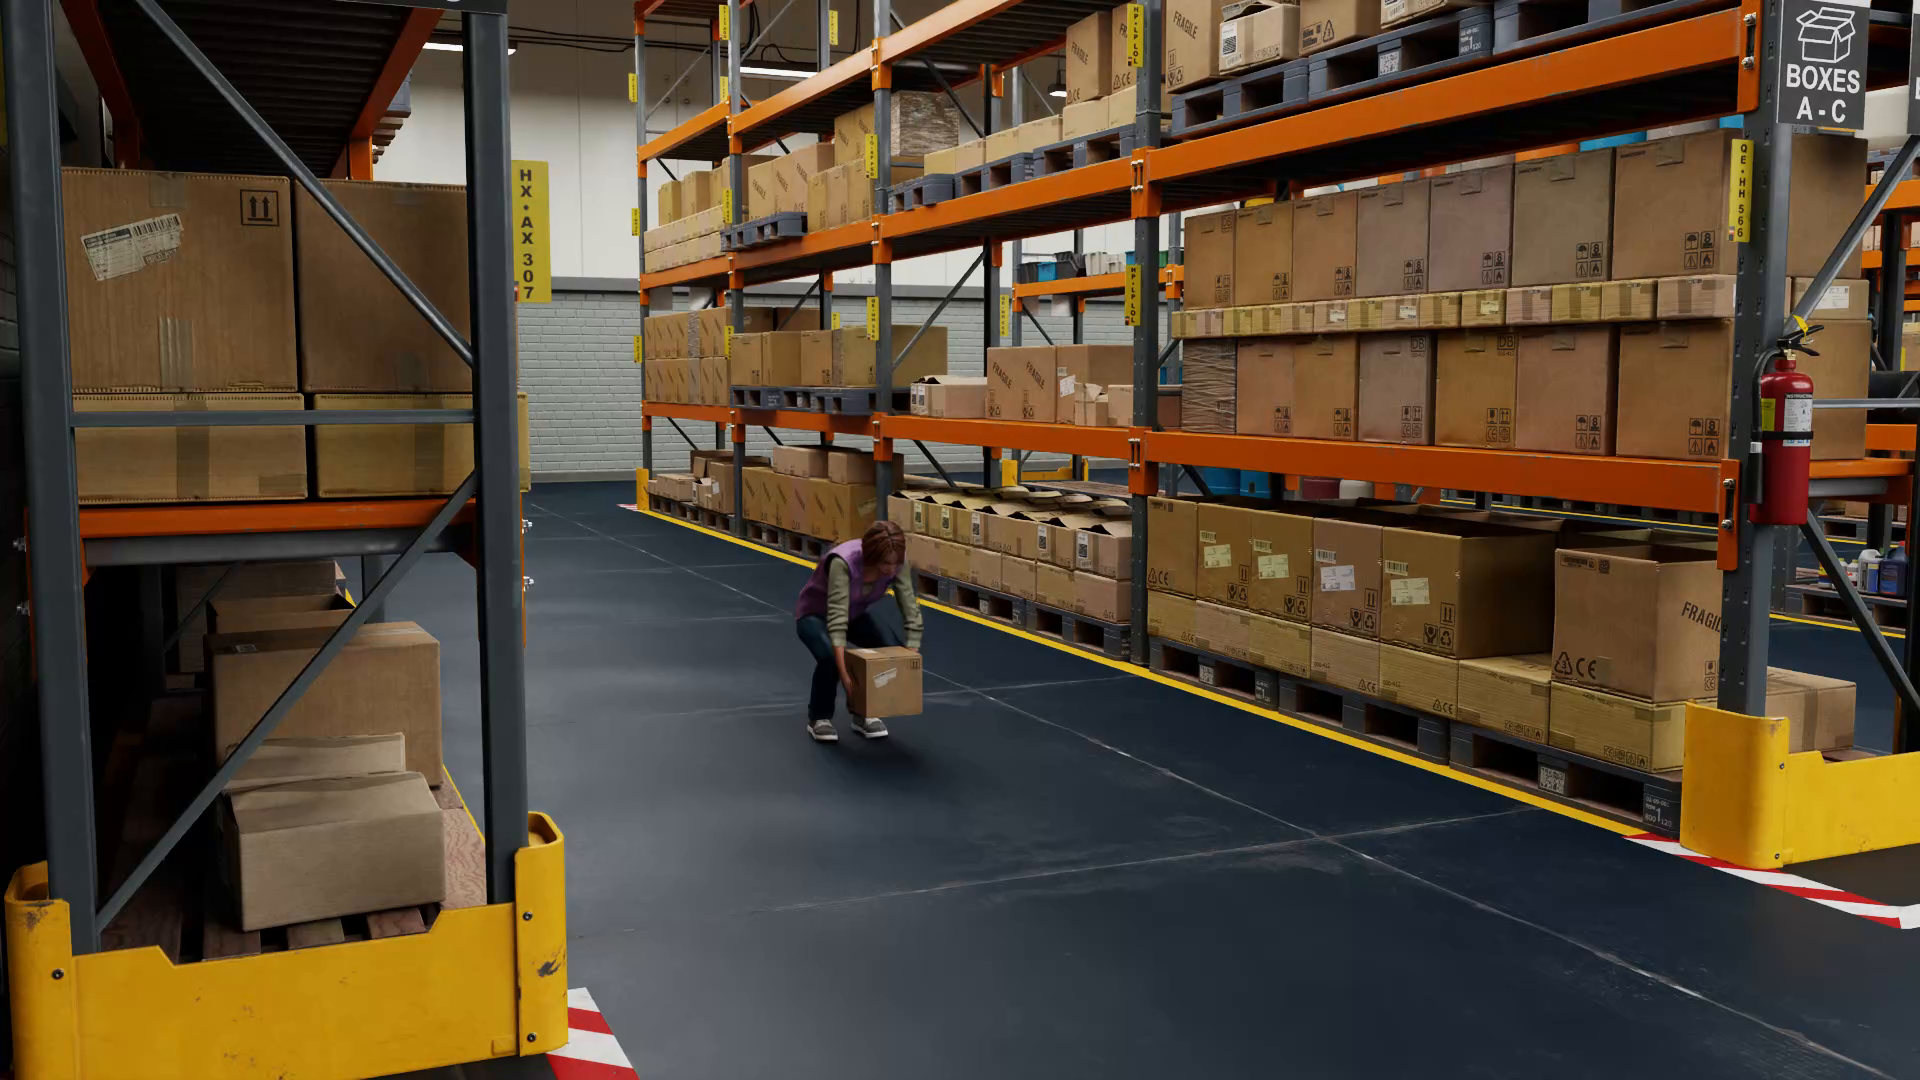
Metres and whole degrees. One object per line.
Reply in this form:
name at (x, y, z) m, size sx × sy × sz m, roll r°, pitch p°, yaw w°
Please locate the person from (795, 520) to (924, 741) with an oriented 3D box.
person at (-0.452, 0.389, 7.329) m, size 0.454 × 0.996 × 0.765 m, roll -2°, pitch 6°, yaw -24°
